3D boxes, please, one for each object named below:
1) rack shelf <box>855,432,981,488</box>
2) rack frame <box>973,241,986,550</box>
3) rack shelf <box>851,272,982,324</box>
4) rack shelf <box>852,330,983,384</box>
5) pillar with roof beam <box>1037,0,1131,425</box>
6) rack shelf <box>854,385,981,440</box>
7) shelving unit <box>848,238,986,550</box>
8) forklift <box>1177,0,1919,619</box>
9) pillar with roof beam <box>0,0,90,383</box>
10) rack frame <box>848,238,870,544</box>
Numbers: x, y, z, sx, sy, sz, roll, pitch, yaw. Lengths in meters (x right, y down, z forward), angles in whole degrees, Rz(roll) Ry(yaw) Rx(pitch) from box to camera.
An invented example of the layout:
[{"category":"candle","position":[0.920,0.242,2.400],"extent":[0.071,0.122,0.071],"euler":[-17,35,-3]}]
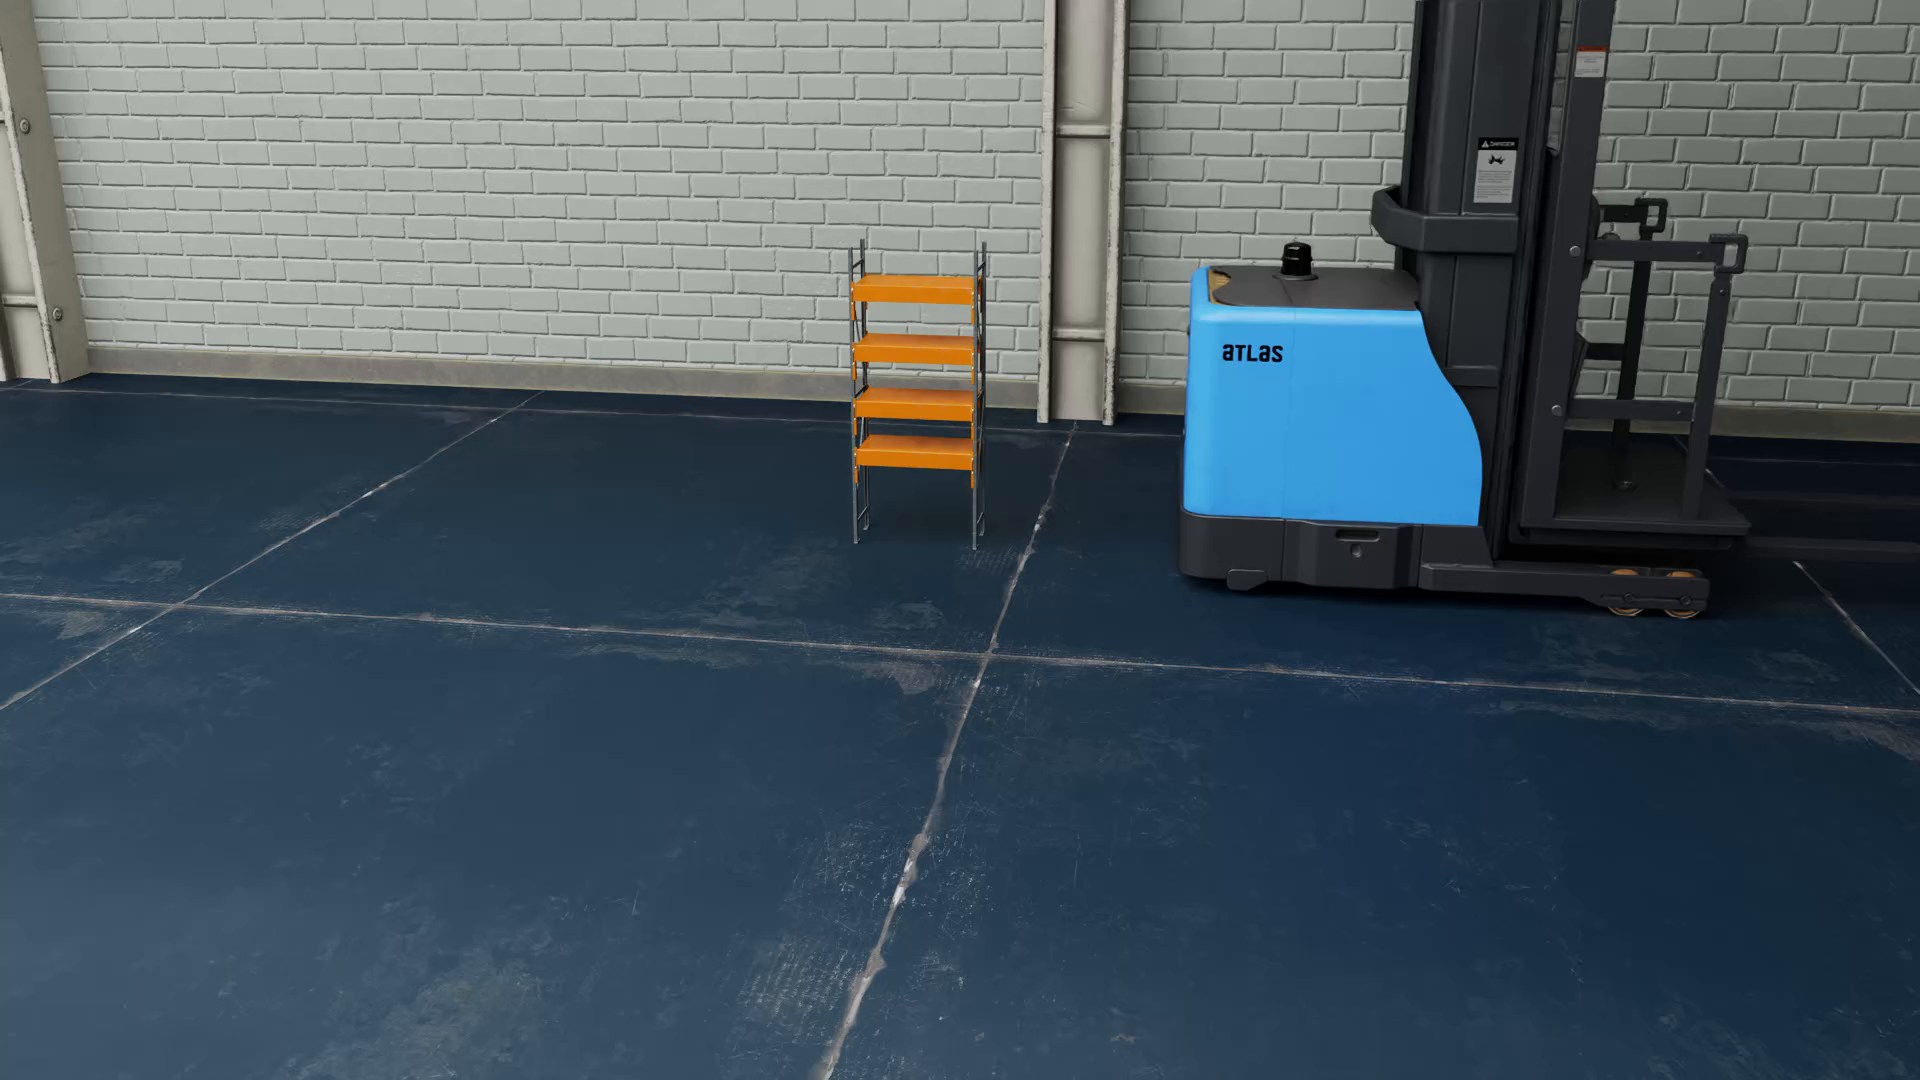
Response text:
[{"category":"rack shelf","position":[-0.163,-0.325,6.722],"extent":[0.480,0.148,0.258],"euler":[3,19,9]},{"category":"rack frame","position":[0.077,-0.565,6.601],"extent":[0.015,1.200,0.240],"euler":[3,19,9]},{"category":"rack shelf","position":[-0.163,-0.950,6.513],"extent":[0.480,0.148,0.258],"euler":[3,19,9]},{"category":"rack shelf","position":[-0.163,-0.726,6.588],"extent":[0.480,0.148,0.258],"euler":[3,19,9]},{"category":"pillar with roof beam","position":[-0.062,-3.569,3.287],"extent":[0.400,9.000,9.100],"euler":[3,19,9]},{"category":"rack shelf","position":[-0.163,-0.514,6.659],"extent":[0.480,0.148,0.258],"euler":[3,19,9]},{"category":"shelving unit","position":[-0.163,-0.577,6.638],"extent":[0.503,1.200,0.258],"euler":[3,19,9]},{"category":"forklift","position":[2.375,-1.287,6.032],"extent":[3.031,2.935,1.130],"euler":[2,19,7]},{"category":"pillar with roof beam","position":[-5.986,-3.871,4.189],"extent":[0.400,9.000,9.100],"euler":[3,19,9]},{"category":"rack frame","position":[-0.404,-0.590,6.674],"extent":[0.015,1.200,0.240],"euler":[3,19,9]}]
